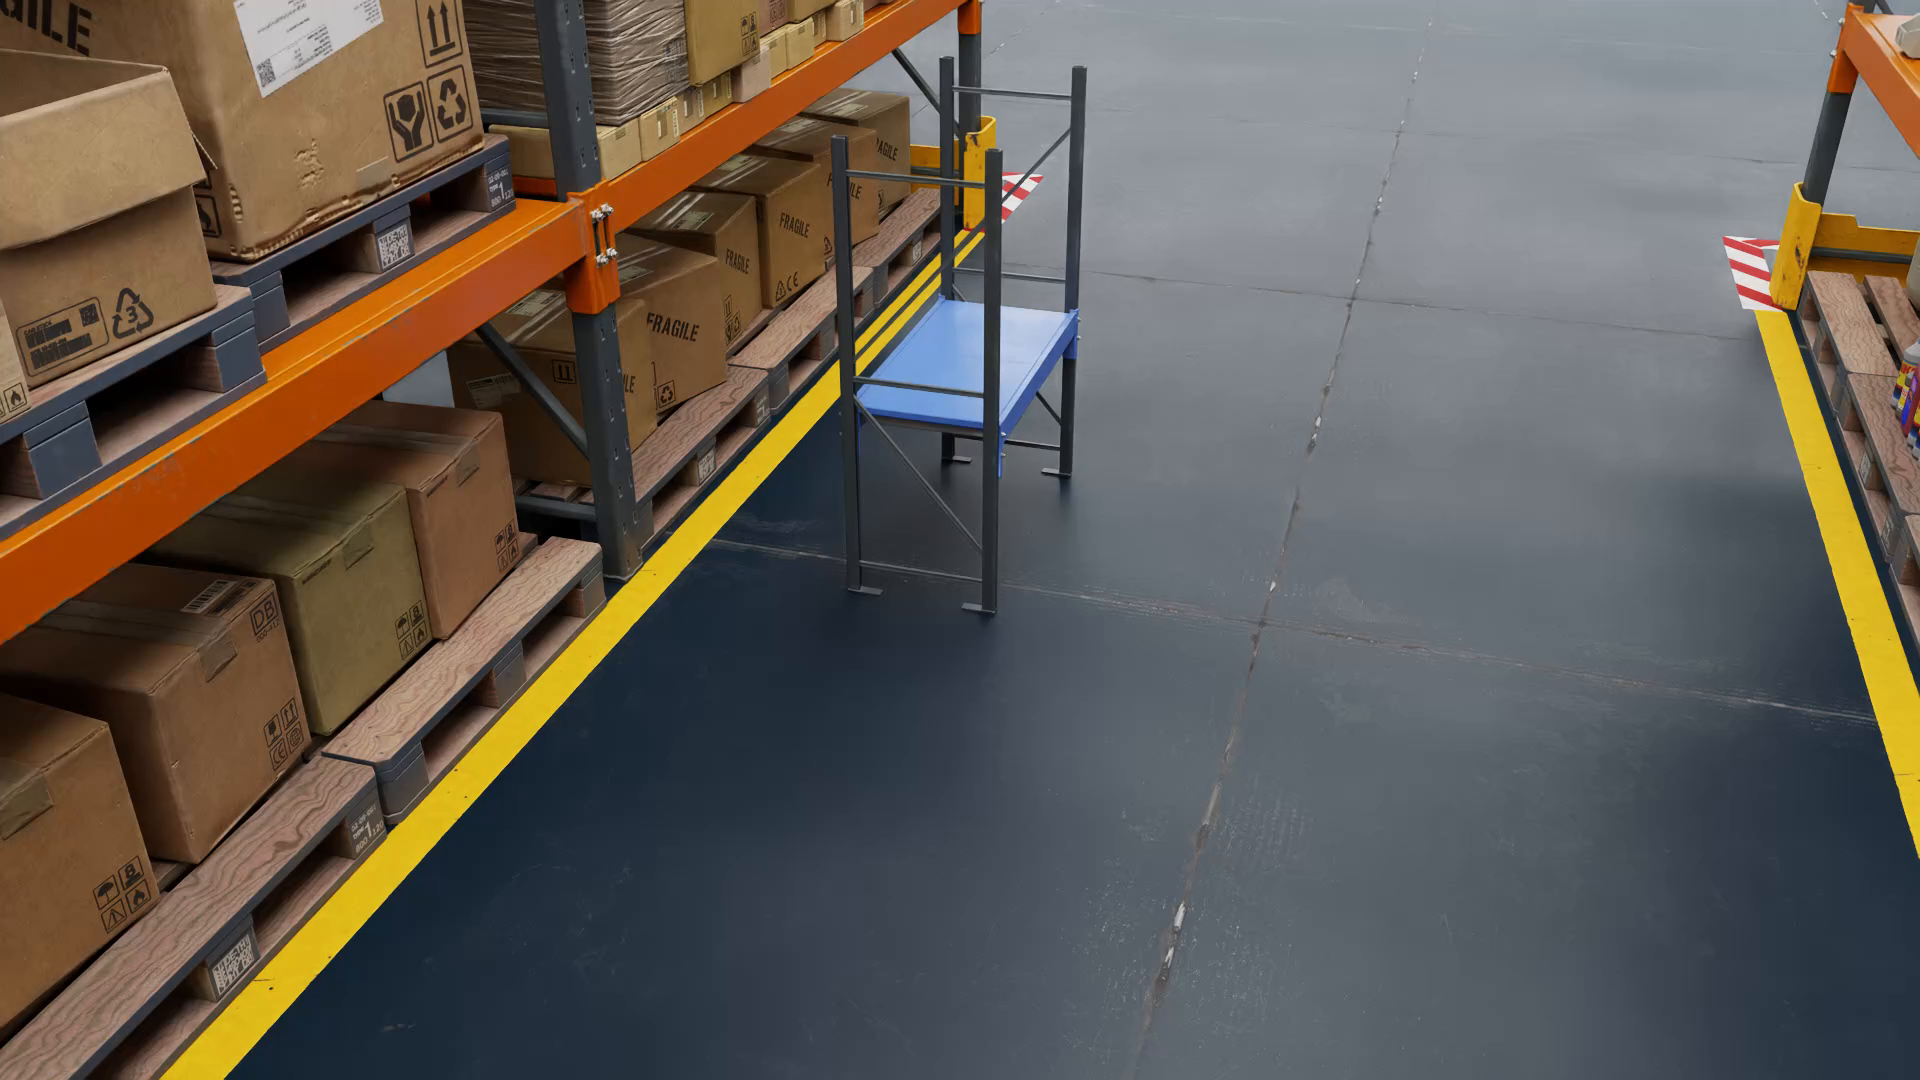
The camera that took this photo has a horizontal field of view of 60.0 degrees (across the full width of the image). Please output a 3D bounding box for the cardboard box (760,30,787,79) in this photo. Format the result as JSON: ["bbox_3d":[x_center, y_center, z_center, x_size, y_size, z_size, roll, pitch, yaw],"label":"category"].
[{"bbox_3d":[-0.865,-1.797,6.153,0.380,0.149,0.250,8,30,15],"label":"cardboard box"}]

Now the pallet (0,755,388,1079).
[{"bbox_3d":[-2.143,0.884,3.944,1.003,0.211,1.213,8,30,15],"label":"pallet"}]

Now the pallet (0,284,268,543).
[{"bbox_3d":[-2.192,-0.248,3.308,1.003,0.211,1.213,8,30,15],"label":"pallet"}]

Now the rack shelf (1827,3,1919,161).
[{"bbox_3d":[3.762,-1.174,5.514,1.077,0.370,4.000,8,30,15],"label":"rack shelf"}]

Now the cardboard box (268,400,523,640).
[{"bbox_3d":[-1.760,-0.083,4.932,0.700,0.500,0.500,6,30,11],"label":"cardboard box"}]

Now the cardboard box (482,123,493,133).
[{"bbox_3d":[-1.695,-1.412,5.462,0.380,0.149,0.250,8,30,15],"label":"cardboard box"}]

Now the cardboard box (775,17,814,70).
[{"bbox_3d":[-0.781,-1.912,6.359,0.380,0.149,0.250,8,30,15],"label":"cardboard box"}]

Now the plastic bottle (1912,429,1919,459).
[{"bbox_3d":[3.389,-0.414,5.762,0.097,0.271,0.097,0,29,0],"label":"plastic bottle"}]

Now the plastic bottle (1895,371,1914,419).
[{"bbox_3d":[3.489,-0.541,6.062,0.097,0.201,0.097,0,29,0],"label":"plastic bottle"}]

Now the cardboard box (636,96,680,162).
[{"bbox_3d":[-1.123,-1.327,5.308,0.380,0.149,0.250,8,30,15],"label":"cardboard box"}]

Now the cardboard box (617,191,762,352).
[{"bbox_3d":[-1.136,-1.104,6.788,0.500,0.500,0.500,6,30,10],"label":"cardboard box"}]

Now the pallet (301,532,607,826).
[{"bbox_3d":[-1.786,0.315,4.966,1.003,0.211,1.213,8,30,15],"label":"pallet"}]

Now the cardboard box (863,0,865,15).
[{"bbox_3d":[-0.623,-2.269,7.002,0.380,0.149,0.250,8,30,15],"label":"cardboard box"}]

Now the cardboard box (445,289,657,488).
[{"bbox_3d":[-1.404,-0.537,5.768,0.500,0.500,0.500,8,30,13],"label":"cardboard box"}]

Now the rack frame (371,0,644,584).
[{"bbox_3d":[-1.559,-1.265,4.939,1.000,3.000,0.127,8,30,15],"label":"rack frame"}]

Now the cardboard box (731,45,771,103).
[{"bbox_3d":[-0.899,-1.675,5.934,0.380,0.149,0.250,8,30,15],"label":"cardboard box"}]

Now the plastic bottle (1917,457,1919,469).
[{"bbox_3d":[3.360,-0.337,5.696,0.097,0.201,0.097,0,29,0],"label":"plastic bottle"}]

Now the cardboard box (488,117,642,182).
[{"bbox_3d":[-1.209,-1.213,5.103,0.380,0.149,0.250,8,30,15],"label":"cardboard box"}]

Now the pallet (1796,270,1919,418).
[{"bbox_3d":[4.129,-0.780,6.935,1.003,0.211,1.213,8,30,15],"label":"pallet"}]

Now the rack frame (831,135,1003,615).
[{"bbox_3d":[-0.124,-0.459,5.032,0.500,1.500,0.032,8,30,15],"label":"rack frame"}]

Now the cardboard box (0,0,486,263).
[{"bbox_3d":[-1.926,-1.362,4.063,1.000,1.000,1.000,9,30,15],"label":"cardboard box"}]

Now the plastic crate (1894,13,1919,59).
[{"bbox_3d":[3.779,-1.932,6.409,0.298,0.136,0.250,8,30,15],"label":"plastic crate"}]

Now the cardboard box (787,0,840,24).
[{"bbox_3d":[-0.951,-2.340,6.462,0.875,0.500,0.500,8,30,15],"label":"cardboard box"}]

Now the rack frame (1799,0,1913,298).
[{"bbox_3d":[4.350,-2.417,7.010,1.000,3.000,0.127,8,30,15],"label":"rack frame"}]

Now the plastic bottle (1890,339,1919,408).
[{"bbox_3d":[3.519,-0.619,6.132,0.097,0.271,0.097,0,29,0],"label":"plastic bottle"}]

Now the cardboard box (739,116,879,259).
[{"bbox_3d":[-0.727,-1.645,7.761,0.500,0.500,0.500,17,33,28],"label":"cardboard box"}]

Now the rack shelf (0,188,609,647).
[{"bbox_3d":[-2.146,-0.022,3.443,1.077,0.370,4.000,8,30,15],"label":"rack shelf"}]

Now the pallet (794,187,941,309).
[{"bbox_3d":[-0.680,-1.498,8.225,1.003,0.211,1.213,8,30,15],"label":"pallet"}]

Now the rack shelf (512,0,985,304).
[{"bbox_3d":[-0.972,-1.880,6.785,1.077,0.370,4.000,8,30,15],"label":"rack shelf"}]

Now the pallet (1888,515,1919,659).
[{"bbox_3d":[3.412,0.354,4.897,1.003,0.211,1.213,8,30,15],"label":"pallet"}]

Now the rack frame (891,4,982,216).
[{"bbox_3d":[-0.385,-3.124,8.281,1.000,3.000,0.127,8,30,15],"label":"rack frame"}]

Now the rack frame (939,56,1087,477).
[{"bbox_3d":[0.174,-0.931,5.881,0.500,1.500,0.032,8,30,15],"label":"rack frame"}]

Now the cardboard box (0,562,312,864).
[{"bbox_3d":[-2.082,0.396,4.071,0.700,0.500,0.500,6,30,11],"label":"cardboard box"}]

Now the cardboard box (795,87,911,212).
[{"bbox_3d":[-0.585,-1.928,8.269,0.500,0.500,0.500,14,32,24],"label":"cardboard box"}]

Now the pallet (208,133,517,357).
[{"bbox_3d":[-1.923,-0.847,4.384,1.003,0.211,1.213,8,30,15],"label":"pallet"}]

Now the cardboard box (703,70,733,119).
[{"bbox_3d":[-1.012,-1.565,5.735,0.380,0.149,0.250,8,30,15],"label":"cardboard box"}]

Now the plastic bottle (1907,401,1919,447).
[{"bbox_3d":[3.419,-0.460,5.845,0.097,0.271,0.097,0,29,0],"label":"plastic bottle"}]

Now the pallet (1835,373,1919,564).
[{"bbox_3d":[3.769,-0.215,5.919,1.003,0.211,1.213,8,30,15],"label":"pallet"}]

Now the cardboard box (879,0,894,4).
[{"bbox_3d":[-0.458,-2.499,7.415,0.380,0.149,0.250,8,30,15],"label":"cardboard box"}]

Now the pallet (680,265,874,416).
[{"bbox_3d":[-1.040,-0.933,7.210,1.003,0.211,1.213,8,30,15],"label":"pallet"}]

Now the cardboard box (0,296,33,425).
[{"bbox_3d":[-2.022,-0.270,2.873,0.500,0.250,0.500,8,30,13],"label":"cardboard box"}]

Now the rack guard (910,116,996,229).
[{"bbox_3d":[-0.408,-1.997,8.825,1.175,0.500,0.348,8,30,15],"label":"rack guard"}]

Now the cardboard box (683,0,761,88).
[{"bbox_3d":[-1.188,-1.867,5.611,0.875,0.500,0.500,8,30,15],"label":"cardboard box"}]

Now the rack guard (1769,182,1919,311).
[{"bbox_3d":[4.372,-1.283,7.542,1.175,0.500,0.348,8,30,15],"label":"rack guard"}]

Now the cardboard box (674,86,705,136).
[{"bbox_3d":[-1.076,-1.447,5.524,0.380,0.149,0.250,8,30,15],"label":"cardboard box"}]

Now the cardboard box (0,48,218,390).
[{"bbox_3d":[-1.980,-0.675,3.340,0.797,0.503,0.637,12,31,20],"label":"cardboard box"}]

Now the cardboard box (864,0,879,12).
[{"bbox_3d":[-0.571,-2.389,7.217,0.380,0.149,0.250,8,30,15],"label":"cardboard box"}]

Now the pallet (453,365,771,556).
[{"bbox_3d":[-1.396,-0.364,6.187,1.003,0.211,1.213,8,30,15],"label":"pallet"}]

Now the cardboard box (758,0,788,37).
[{"bbox_3d":[-1.137,-2.113,6.055,0.875,0.500,0.500,8,30,15],"label":"cardboard box"}]

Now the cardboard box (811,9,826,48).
[{"bbox_3d":[-0.751,-2.034,6.580,0.380,0.149,0.250,8,30,15],"label":"cardboard box"}]

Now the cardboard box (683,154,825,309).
[{"bbox_3d":[-0.929,-1.357,7.243,0.500,0.500,0.500,11,31,20],"label":"cardboard box"}]

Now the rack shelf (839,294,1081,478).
[{"bbox_3d":[0.025,-0.538,5.544,0.538,0.185,1.000,8,30,15],"label":"rack shelf"}]

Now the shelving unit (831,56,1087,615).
[{"bbox_3d":[0.025,-0.695,5.457,0.538,1.500,1.048,8,30,15],"label":"shelving unit"}]

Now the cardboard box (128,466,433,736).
[{"bbox_3d":[-1.918,0.136,4.539,0.700,0.500,0.500,8,30,15],"label":"cardboard box"}]

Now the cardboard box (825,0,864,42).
[{"bbox_3d":[-0.611,-2.140,6.771,0.380,0.149,0.250,8,30,15],"label":"cardboard box"}]

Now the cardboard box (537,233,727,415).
[{"bbox_3d":[-1.243,-0.804,6.249,0.500,0.500,0.500,19,34,30],"label":"cardboard box"}]

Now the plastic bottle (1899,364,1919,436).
[{"bbox_3d":[3.436,-0.522,5.944,0.061,0.283,0.133,9,30,16],"label":"plastic bottle"}]

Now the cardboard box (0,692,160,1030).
[{"bbox_3d":[-2.246,0.655,3.605,0.700,0.500,0.500,11,31,19],"label":"cardboard box"}]

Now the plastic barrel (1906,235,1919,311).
[{"bbox_3d":[4.229,-1.197,6.943,0.421,0.512,0.421,0,29,0],"label":"plastic barrel"}]

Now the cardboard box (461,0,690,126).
[{"bbox_3d":[-1.368,-1.639,5.202,0.875,0.500,0.500,8,30,15],"label":"cardboard box"}]
